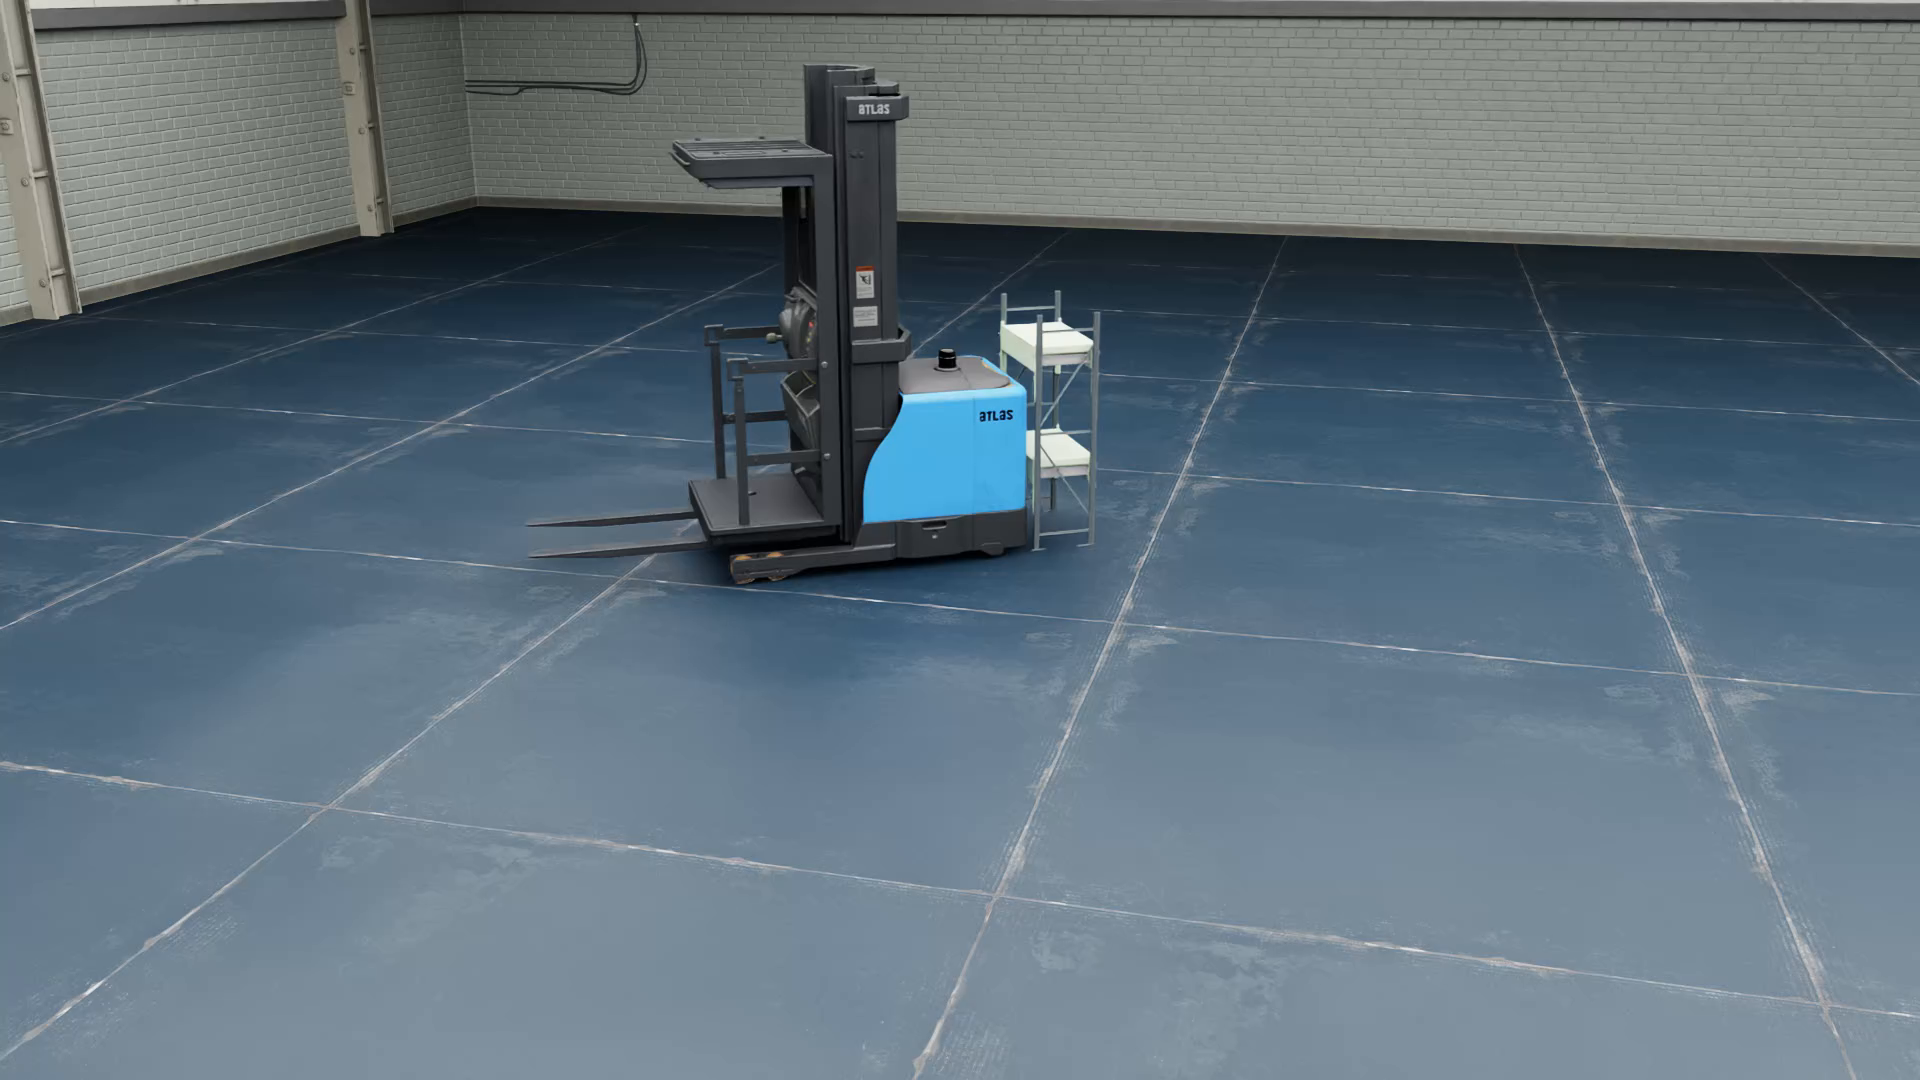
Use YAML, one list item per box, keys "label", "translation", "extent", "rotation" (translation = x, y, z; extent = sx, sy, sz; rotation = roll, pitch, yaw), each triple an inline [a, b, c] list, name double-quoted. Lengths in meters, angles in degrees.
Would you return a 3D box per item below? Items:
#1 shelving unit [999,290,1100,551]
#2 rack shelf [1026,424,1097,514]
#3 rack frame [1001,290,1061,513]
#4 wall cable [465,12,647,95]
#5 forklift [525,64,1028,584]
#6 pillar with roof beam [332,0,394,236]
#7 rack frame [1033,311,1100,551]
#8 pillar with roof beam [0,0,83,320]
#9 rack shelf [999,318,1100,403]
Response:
- label: "shelving unit"
  translation: [0.557, -0.774, 10.634]
  extent: [0.431, 1.500, 0.755]
  rotation: [-5, 20, -15]
- label: "rack shelf"
  translation: [0.557, -0.466, 10.739]
  extent: [0.431, 0.370, 0.720]
  rotation: [-5, 20, -15]
- label: "rack frame"
  translation: [0.458, -0.888, 10.967]
  extent: [0.400, 1.500, 0.023]
  rotation: [-5, 20, -15]
- label: "wall cable"
  translation: [-6.131, -7.877, 24.630]
  extent: [3.097, 2.526, 0.112]
  rotation: [5, 19, 13]
- label: "forklift"
  translation: [-1.154, -1.316, 10.005]
  extent: [3.031, 2.935, 1.130]
  rotation: [-5, 20, -15]
- label: "pillar with roof beam"
  translation: [-3.959, -8.187, 20.735]
  extent: [9.100, 9.000, 0.400]
  rotation: [5, 19, 13]
- label: "rack frame"
  translation: [0.656, -0.660, 10.300]
  extent: [0.400, 1.500, 0.023]
  rotation: [-5, 20, -15]
- label: "pillar with roof beam"
  translation: [-5.425, -6.307, 15.230]
  extent: [9.100, 9.000, 0.400]
  rotation: [5, 19, 13]
- label: "rack shelf"
  translation: [0.557, -1.143, 10.508]
  extent: [0.431, 0.370, 0.720]
  rotation: [-5, 20, -15]
